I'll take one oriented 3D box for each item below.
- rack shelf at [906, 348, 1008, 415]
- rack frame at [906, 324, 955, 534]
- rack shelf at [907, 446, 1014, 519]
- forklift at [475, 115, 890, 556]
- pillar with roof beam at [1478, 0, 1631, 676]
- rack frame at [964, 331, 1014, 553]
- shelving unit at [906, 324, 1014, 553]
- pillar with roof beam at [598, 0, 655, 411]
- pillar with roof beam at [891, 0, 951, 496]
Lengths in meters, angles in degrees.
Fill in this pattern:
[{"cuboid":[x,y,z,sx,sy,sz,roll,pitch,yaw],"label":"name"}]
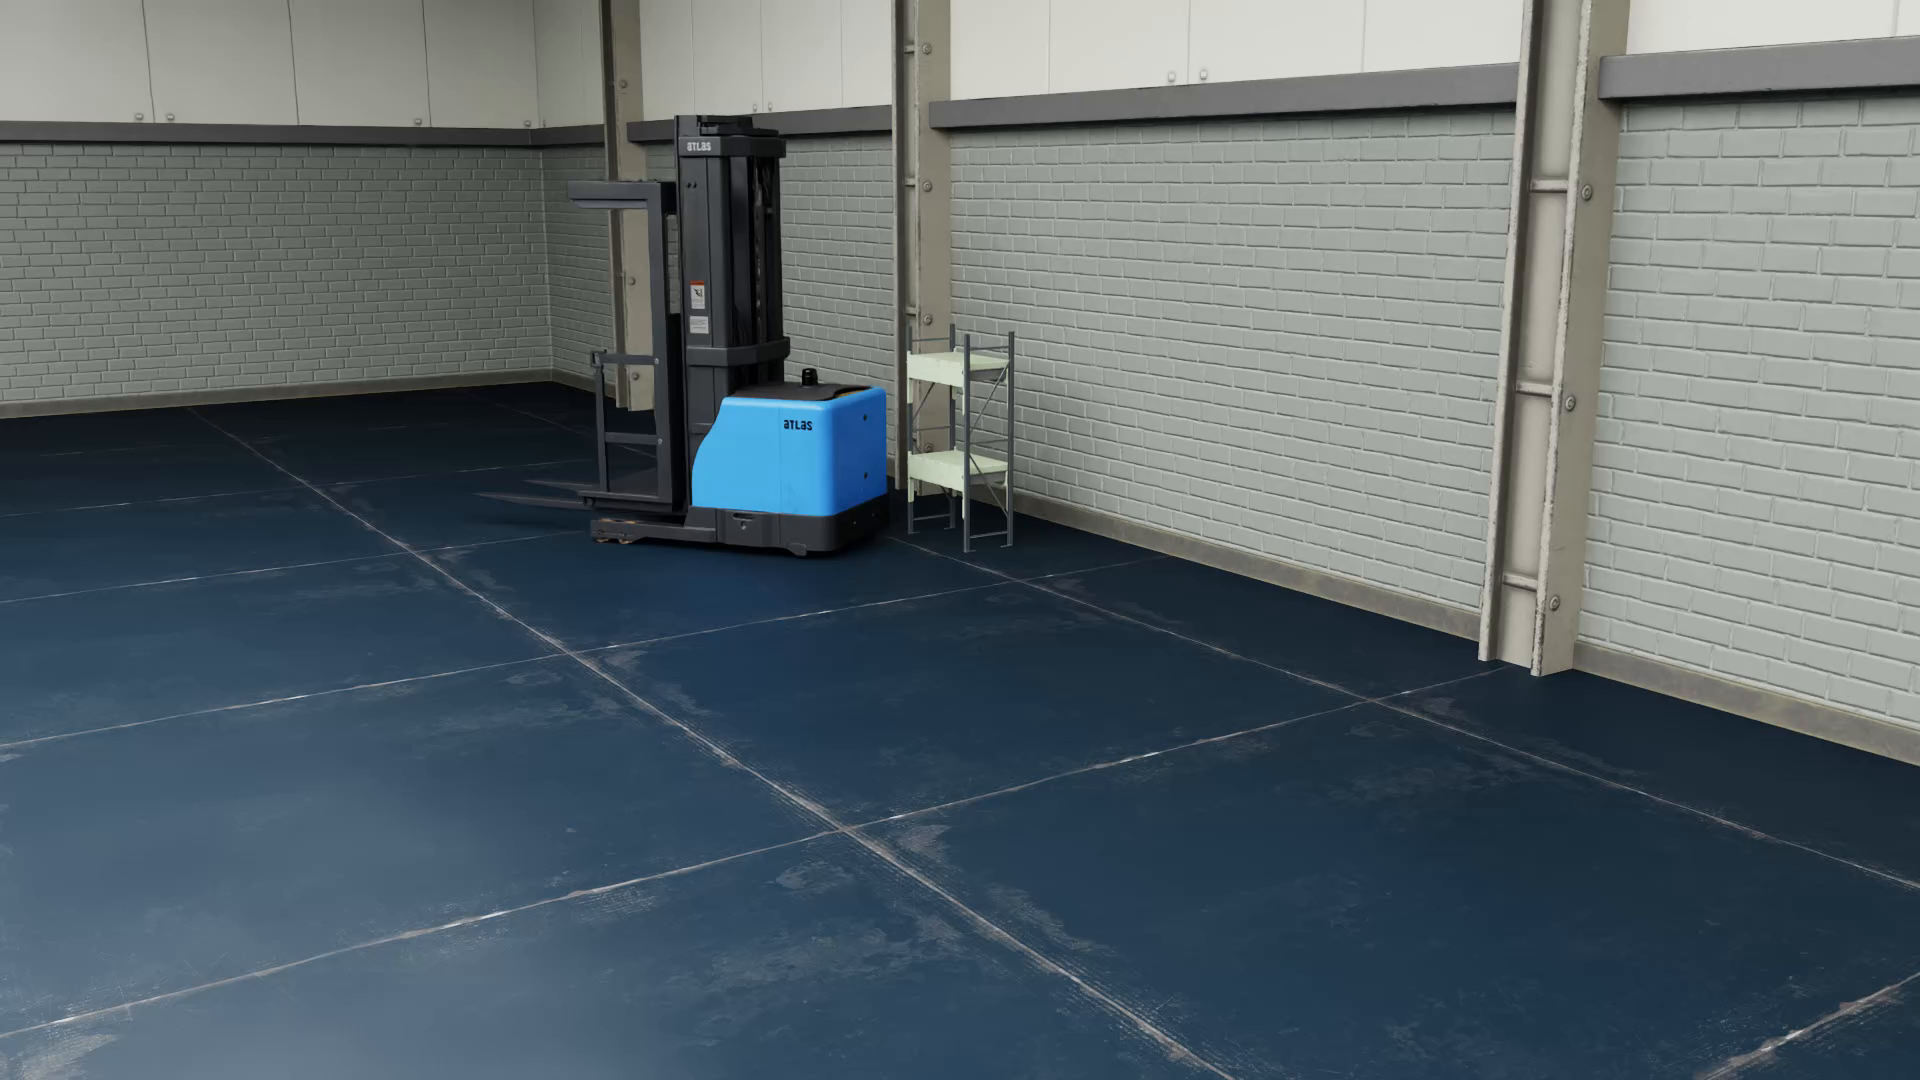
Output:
[{"cuboid":[-0.004,-1.115,11.624,0.431,0.370,0.720,-8,15,-33],"label":"rack shelf"},{"cuboid":[-0.207,-0.799,12.005,0.400,1.500,0.023,-8,15,-33],"label":"rack frame"},{"cuboid":[-0.004,-0.415,11.777,0.431,0.370,0.720,-8,15,-33],"label":"rack shelf"},{"cuboid":[-2.079,-1.500,11.861,3.031,2.935,1.130,5,13,21],"label":"forklift"},{"cuboid":[-0.565,-3.231,5.573,9.100,9.000,0.400,-8,15,-33],"label":"pillar with roof beam"},{"cuboid":[0.199,-0.669,11.409,0.400,1.500,0.023,-8,15,-33],"label":"rack frame"},{"cuboid":[-0.004,-0.734,11.707,0.431,1.500,0.755,-8,15,-33],"label":"shelving unit"},{"cuboid":[-7.213,-5.365,15.333,9.100,9.000,0.400,-8,15,-33],"label":"pillar with roof beam"},{"cuboid":[-3.889,-4.298,10.453,9.100,9.000,0.400,-8,15,-33],"label":"pillar with roof beam"}]
